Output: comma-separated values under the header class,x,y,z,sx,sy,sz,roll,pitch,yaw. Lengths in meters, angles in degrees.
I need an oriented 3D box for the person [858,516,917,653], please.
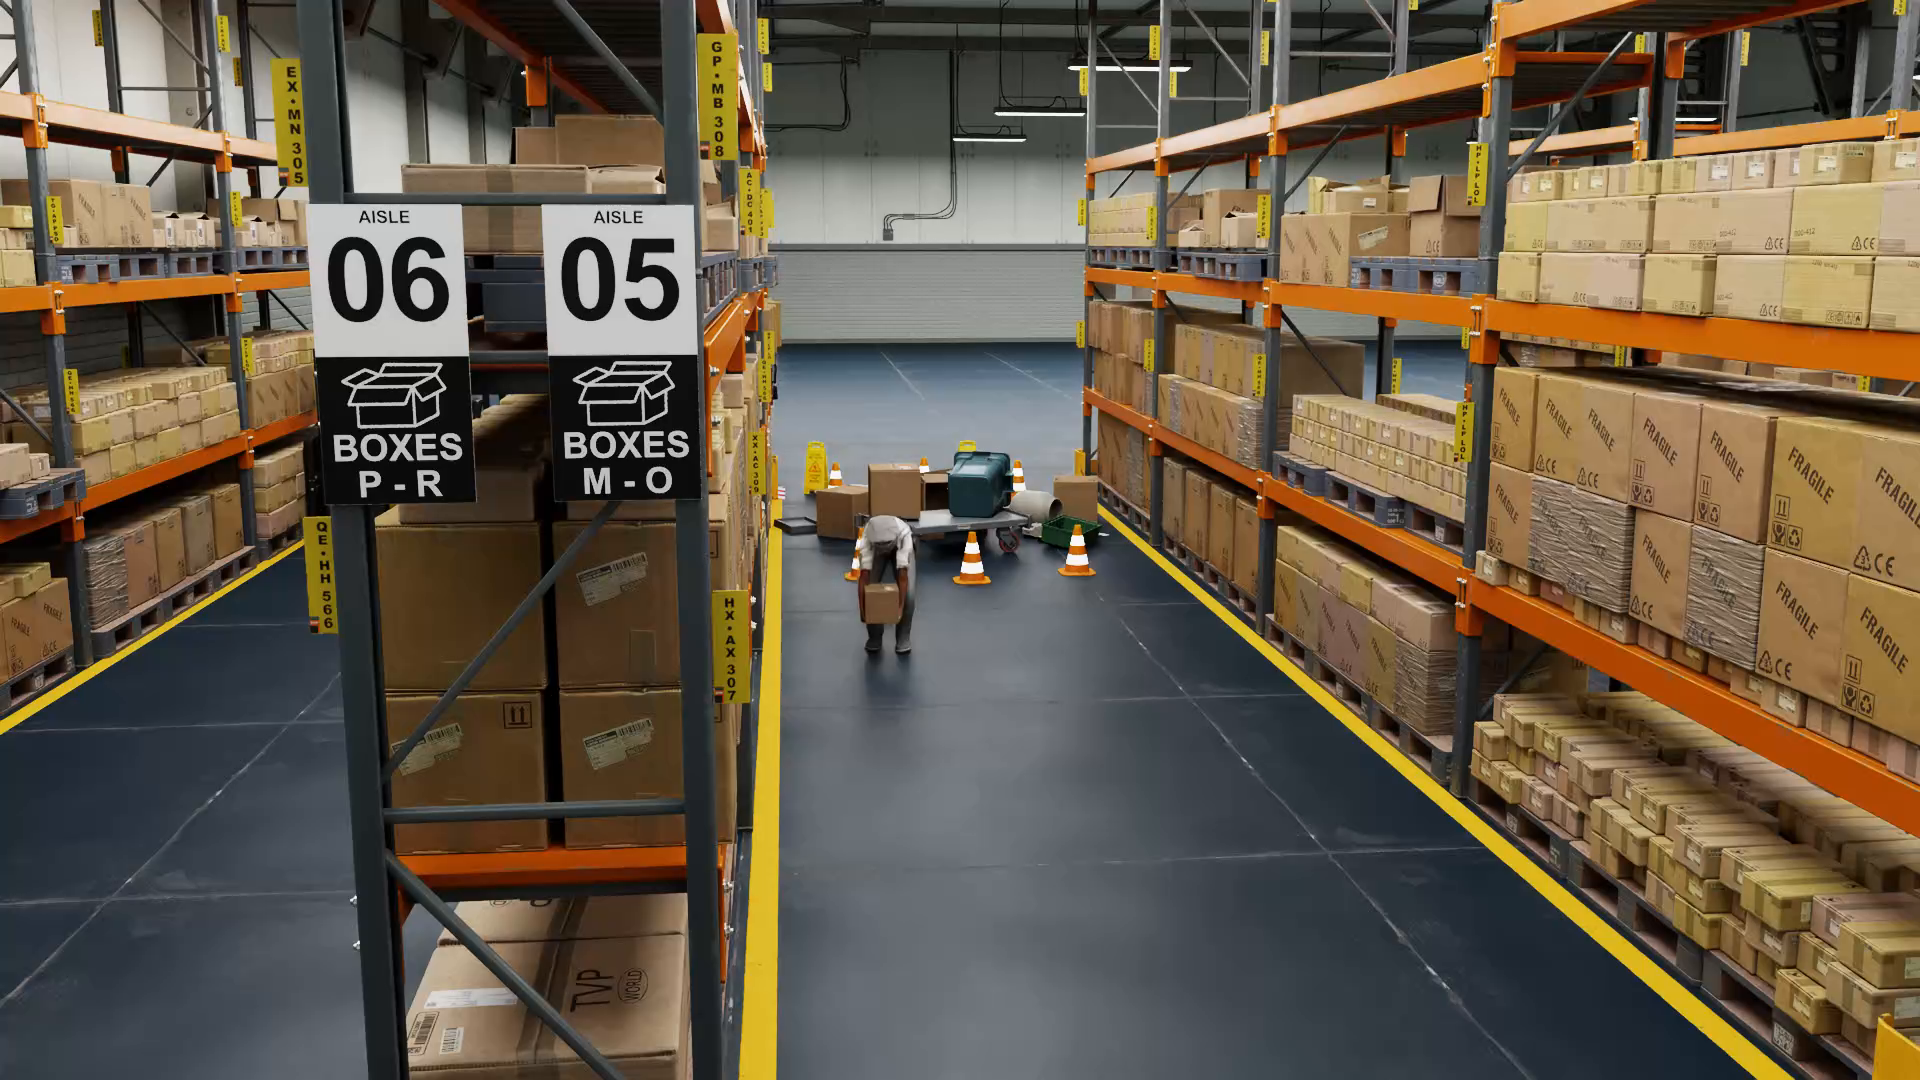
class,x,y,z,sx,sy,sz,roll,pitch,yaw
person,-0.564,0.324,12.660,0.440,1.117,0.930,1,10,3
